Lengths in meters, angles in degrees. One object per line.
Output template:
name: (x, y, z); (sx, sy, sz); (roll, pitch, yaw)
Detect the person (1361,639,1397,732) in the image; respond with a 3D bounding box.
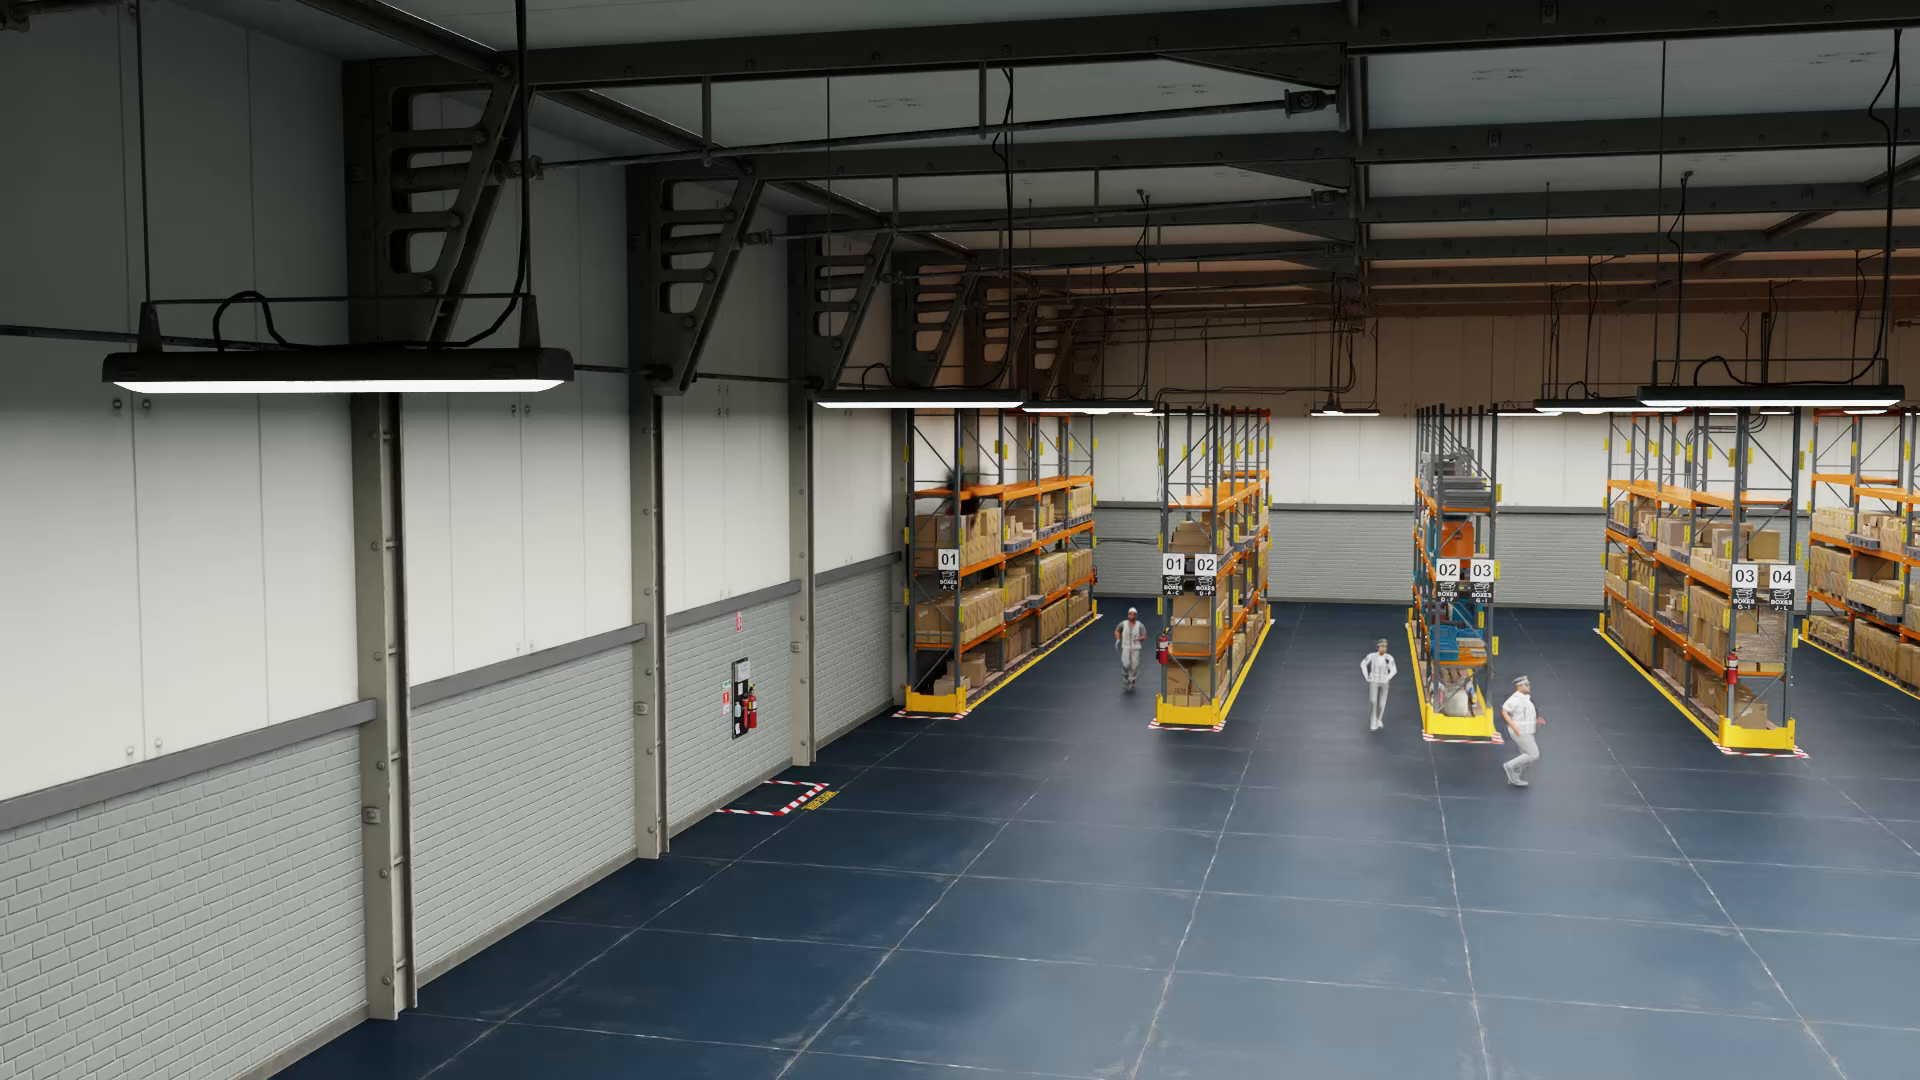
person: (7.726, 2.661, 30.647); (0.625, 1.700, 0.652); (1, 4, 8)

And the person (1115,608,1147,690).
person: (3.574, 2.297, 34.788); (0.652, 1.752, 0.641); (0, 4, 4)

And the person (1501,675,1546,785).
person: (8.785, 2.965, 25.829); (0.592, 1.732, 0.652); (3, 5, 35)
